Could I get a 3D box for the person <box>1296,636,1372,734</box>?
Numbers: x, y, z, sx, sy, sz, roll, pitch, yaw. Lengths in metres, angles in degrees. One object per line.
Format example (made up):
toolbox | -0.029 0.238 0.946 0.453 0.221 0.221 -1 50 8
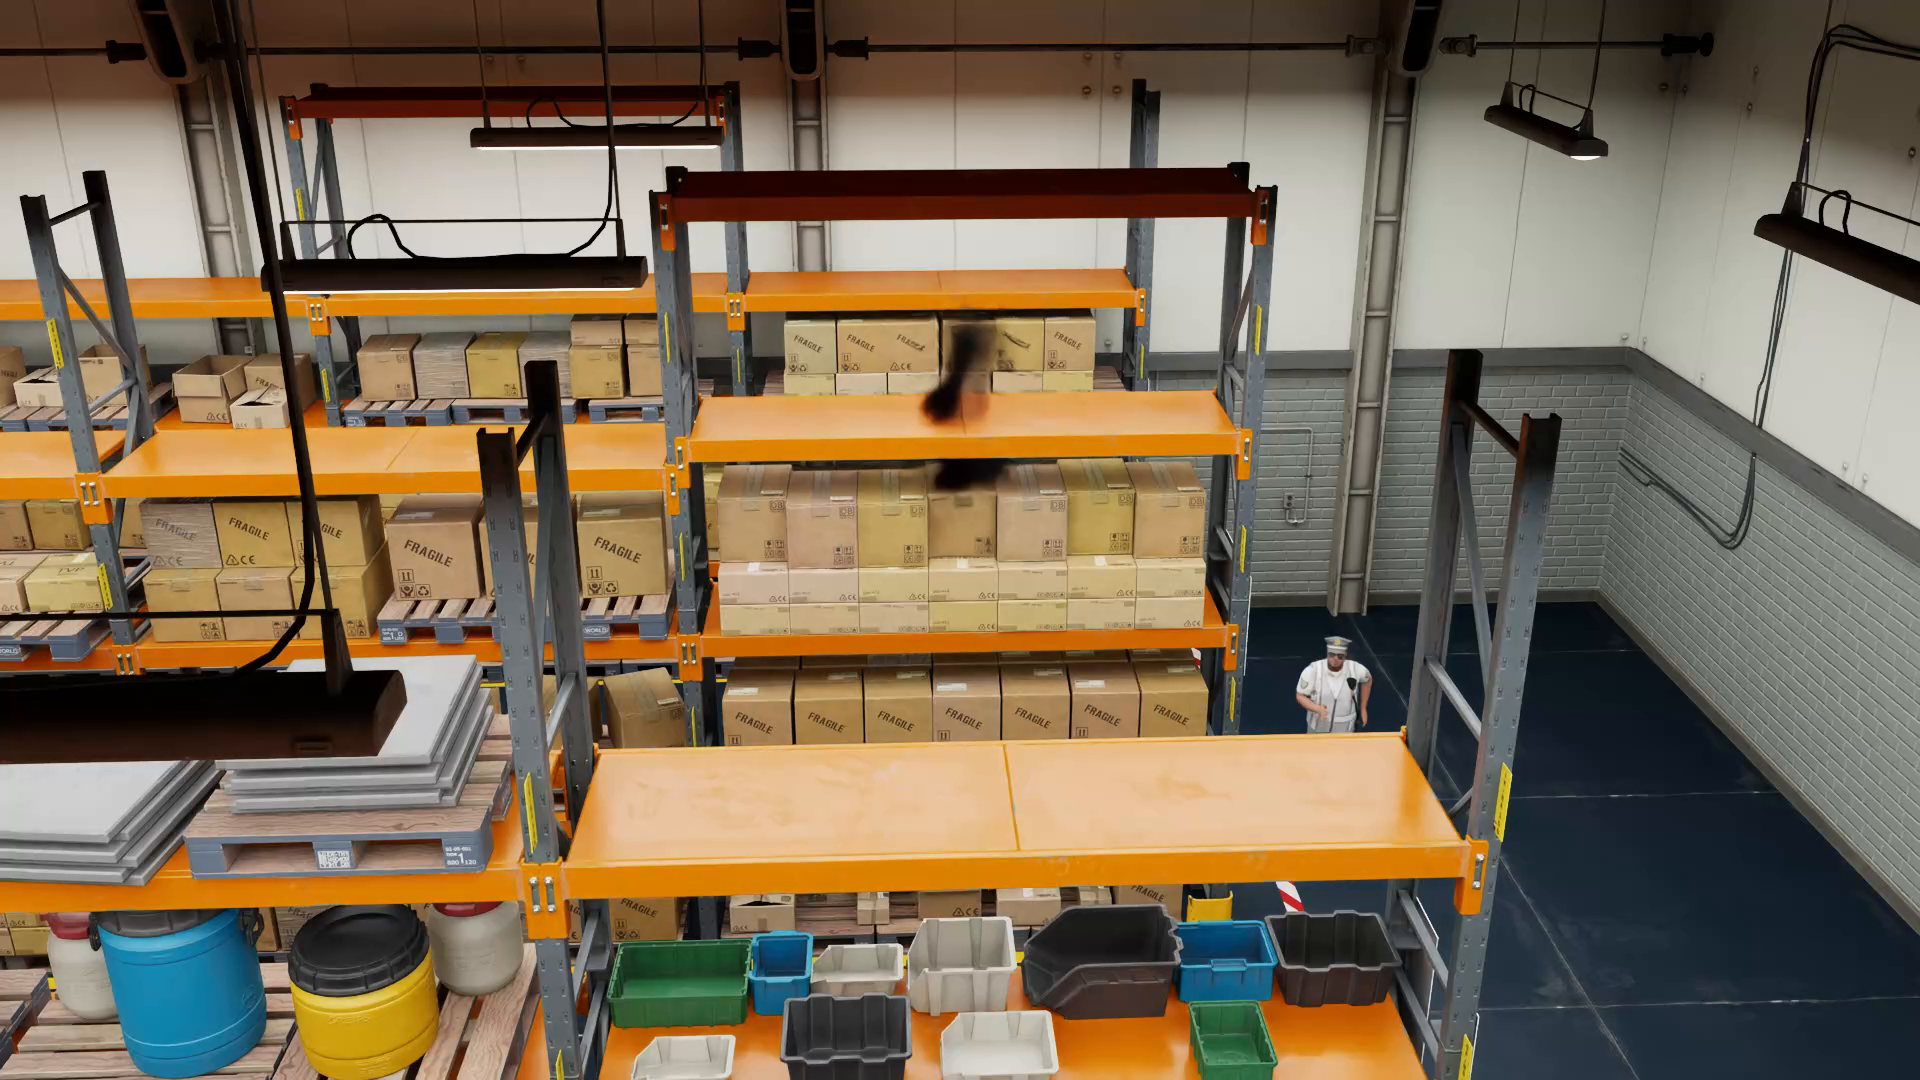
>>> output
person | 3.279 1.663 14.720 0.641 1.846 0.872 5 23 13
